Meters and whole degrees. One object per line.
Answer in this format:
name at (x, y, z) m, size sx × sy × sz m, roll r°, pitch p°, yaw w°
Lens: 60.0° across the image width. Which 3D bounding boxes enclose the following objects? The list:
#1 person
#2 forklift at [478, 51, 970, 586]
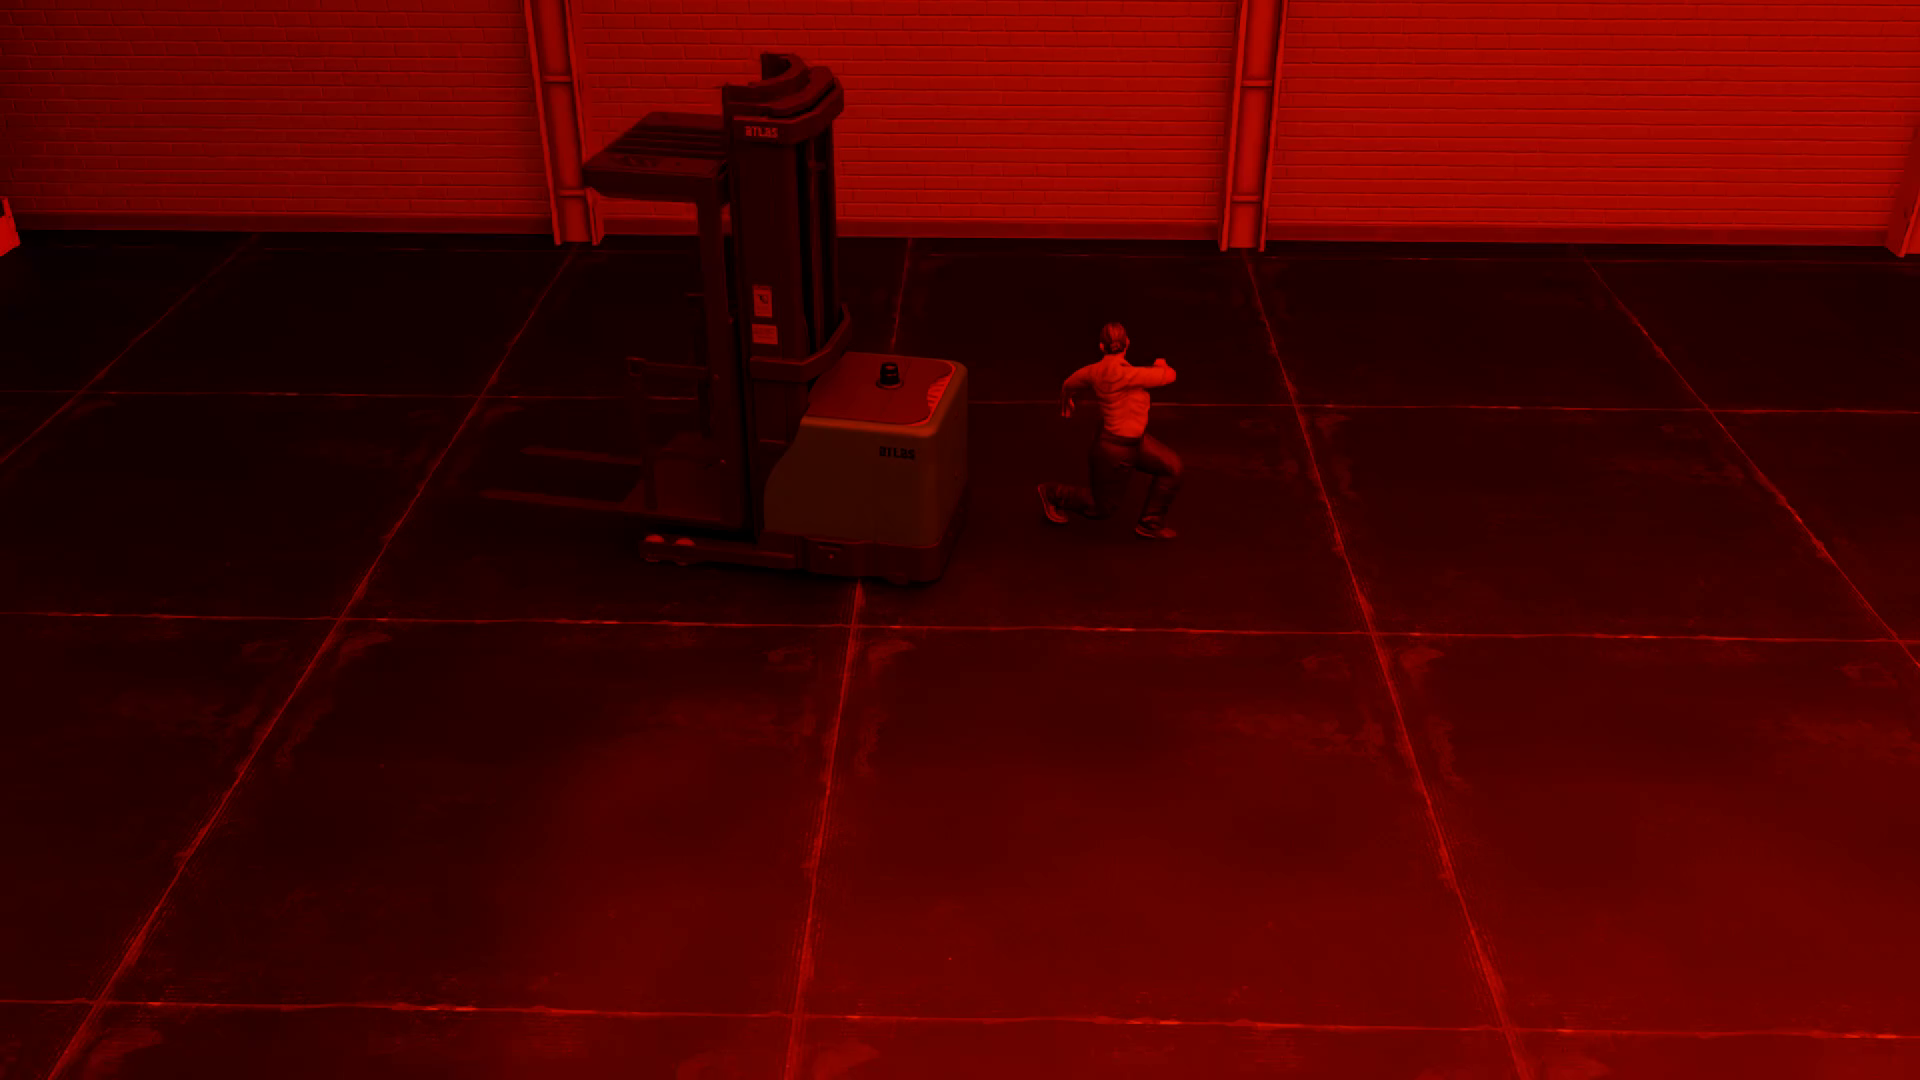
person at (0.956, -0.688, 10.374) m, size 0.932 × 1.408 × 0.709 m, roll 4°, pitch 31°, yaw 7°
forklift at (-1.510, -1.360, 9.920) m, size 3.031 × 2.935 × 1.130 m, roll 6°, pitch 31°, yaw 10°
